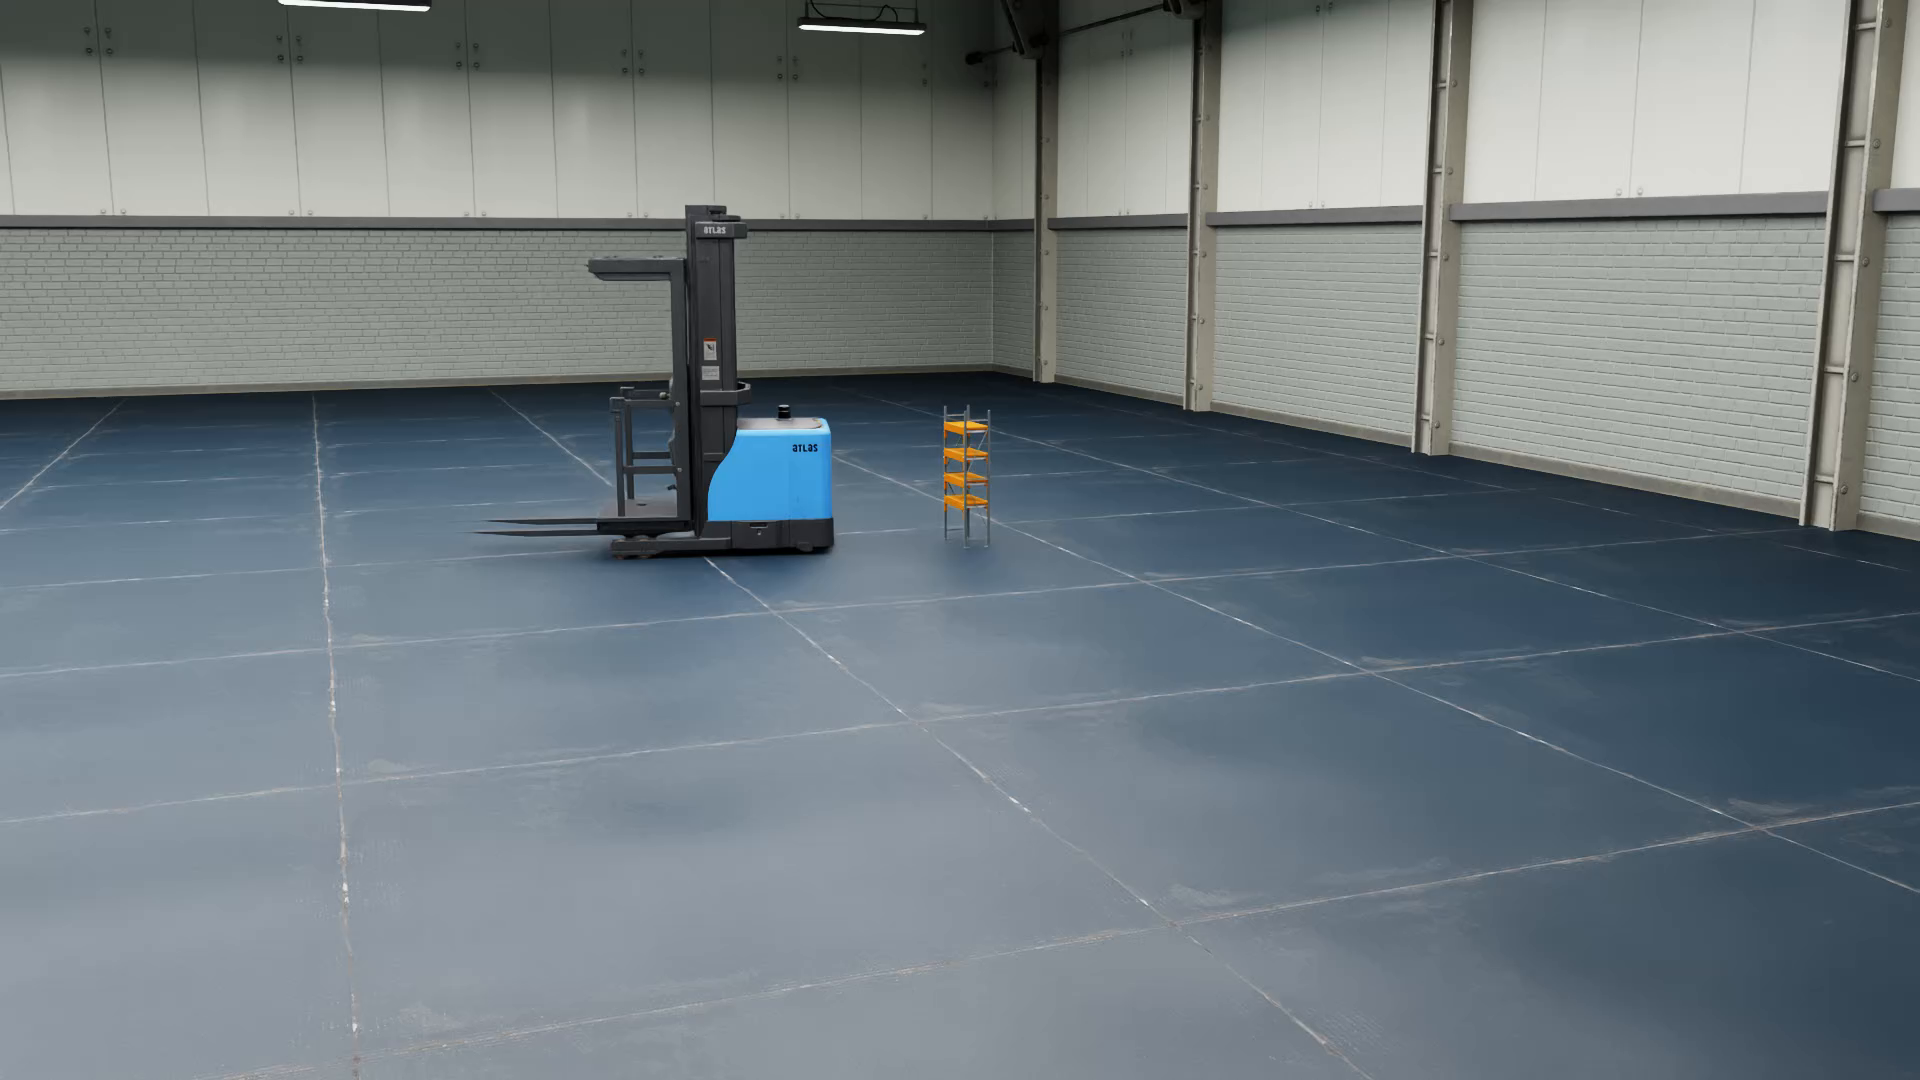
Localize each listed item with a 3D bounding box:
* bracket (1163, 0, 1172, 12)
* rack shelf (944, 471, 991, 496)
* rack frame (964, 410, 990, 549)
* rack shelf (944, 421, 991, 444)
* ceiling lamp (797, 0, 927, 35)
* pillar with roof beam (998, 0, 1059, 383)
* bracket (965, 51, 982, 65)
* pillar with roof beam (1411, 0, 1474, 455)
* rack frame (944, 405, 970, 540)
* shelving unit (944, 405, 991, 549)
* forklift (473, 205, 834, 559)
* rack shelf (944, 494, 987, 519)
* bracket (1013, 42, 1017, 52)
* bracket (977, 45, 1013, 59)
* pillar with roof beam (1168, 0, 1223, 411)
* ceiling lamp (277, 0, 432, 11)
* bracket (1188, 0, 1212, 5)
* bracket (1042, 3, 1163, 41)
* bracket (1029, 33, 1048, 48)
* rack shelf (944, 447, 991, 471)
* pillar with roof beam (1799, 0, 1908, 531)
[{"bbox_3d":[3.324,-8.331,25.781,0.235,0.232,0.430,-4,11,-21],"label":"bracket"},{"bbox_3d":[0.060,-0.497,14.675,0.258,0.148,0.480,-4,11,-21],"label":"rack shelf"},{"bbox_3d":[0.148,-0.524,14.439,0.240,1.200,0.015,-4,11,-21],"label":"rack frame"},{"bbox_3d":[0.060,-0.951,14.594,0.258,0.148,0.480,-4,11,-21],"label":"rack shelf"},{"bbox_3d":[-1.592,-9.421,25.521,2.000,3.185,0.800,-4,11,-21],"label":"ceiling lamp"},{"bbox_3d":[-2.382,-7.219,29.811,9.100,9.000,0.548,-4,11,-21],"label":"pillar with roof beam"},{"bbox_3d":[0.291,-9.697,33.461,0.235,0.232,0.430,-4,11,-21],"label":"bracket"},{"bbox_3d":[1.967,-5.261,18.800,9.100,9.000,0.400,-4,11,-21],"label":"pillar with roof beam"},{"bbox_3d":[-0.028,-0.604,14.887,0.240,1.200,0.015,-4,11,-21],"label":"rack frame"},{"bbox_3d":[0.060,-0.564,14.663,0.258,1.200,0.503,-4,11,-21],"label":"shelving unit"},{"bbox_3d":[-2.638,-1.378,14.301,3.031,2.935,1.130,-1,10,-6],"label":"forklift"},{"bbox_3d":[0.060,-0.302,14.710,0.258,0.148,0.480,-4,11,-21],"label":"rack shelf"},{"bbox_3d":[1.149,-9.310,31.286,0.235,0.232,0.430,-4,11,-21],"label":"bracket"},{"bbox_3d":[0.505,-9.601,32.919,0.076,0.066,3.189,-4,11,-21],"label":"bracket"},{"bbox_3d":[-0.208,-6.240,24.306,9.100,9.000,0.548,-4,11,-21],"label":"pillar with roof beam"},{"bbox_3d":[-8.434,-8.955,22.902,2.000,3.185,0.800,-4,11,-21],"label":"ceiling lamp"},{"bbox_3d":[3.624,-8.195,25.019,0.235,0.232,0.430,-4,11,-21],"label":"bracket"},{"bbox_3d":[2.384,-8.754,28.160,0.076,0.066,4.783,-4,11,-21],"label":"bracket"},{"bbox_3d":[1.450,-9.175,30.525,0.235,0.232,0.430,-4,11,-21],"label":"bracket"},{"bbox_3d":[0.060,-0.718,14.636,0.258,0.148,0.480,-4,11,-21],"label":"rack shelf"},{"bbox_3d":[4.141,-4.281,13.294,9.100,9.000,0.400,-4,11,-21],"label":"pillar with roof beam"}]
